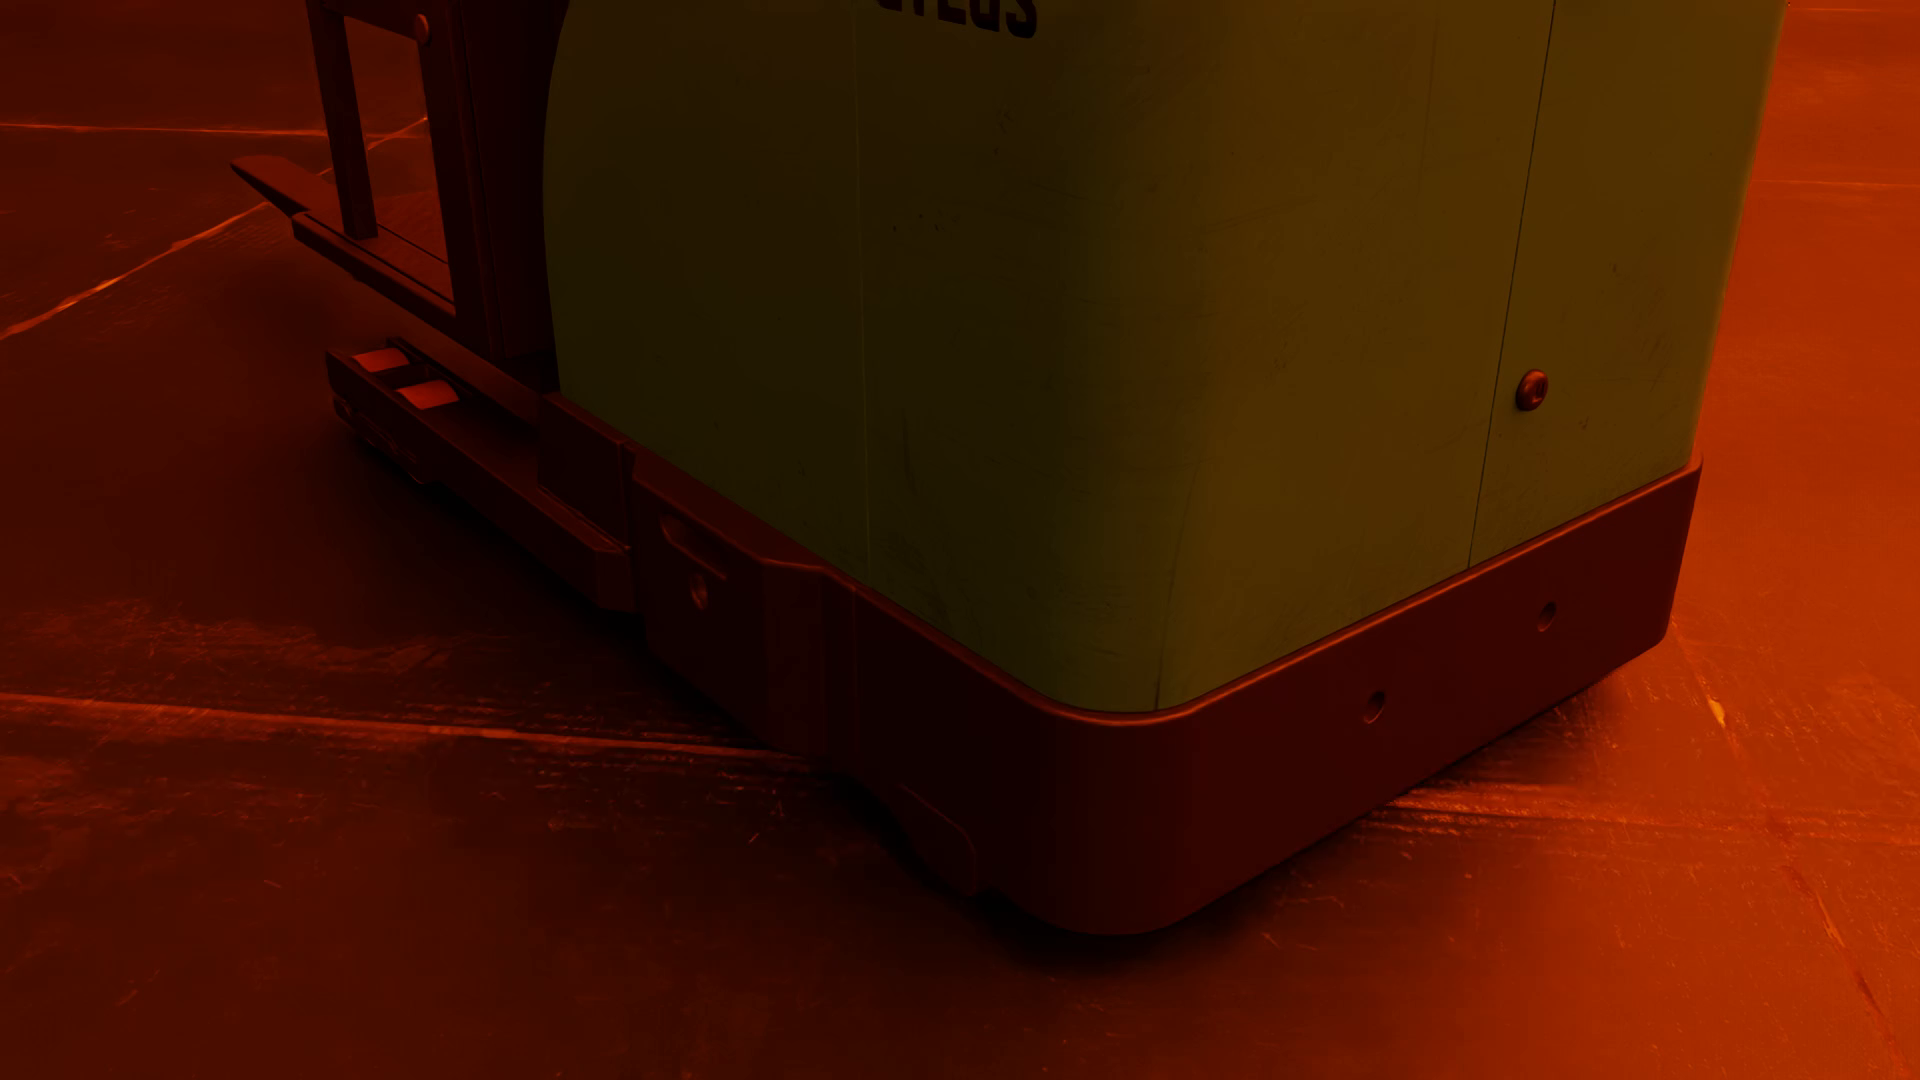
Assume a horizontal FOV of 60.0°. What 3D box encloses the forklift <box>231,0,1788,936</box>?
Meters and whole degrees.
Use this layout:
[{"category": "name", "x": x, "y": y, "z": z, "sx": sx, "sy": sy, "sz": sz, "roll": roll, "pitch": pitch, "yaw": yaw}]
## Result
[{"category": "forklift", "x": -0.410, "y": -1.524, "z": 2.272, "sx": 1.130, "sy": 2.935, "sz": 3.031, "roll": -20, "pitch": 33, "yaw": -34}]
